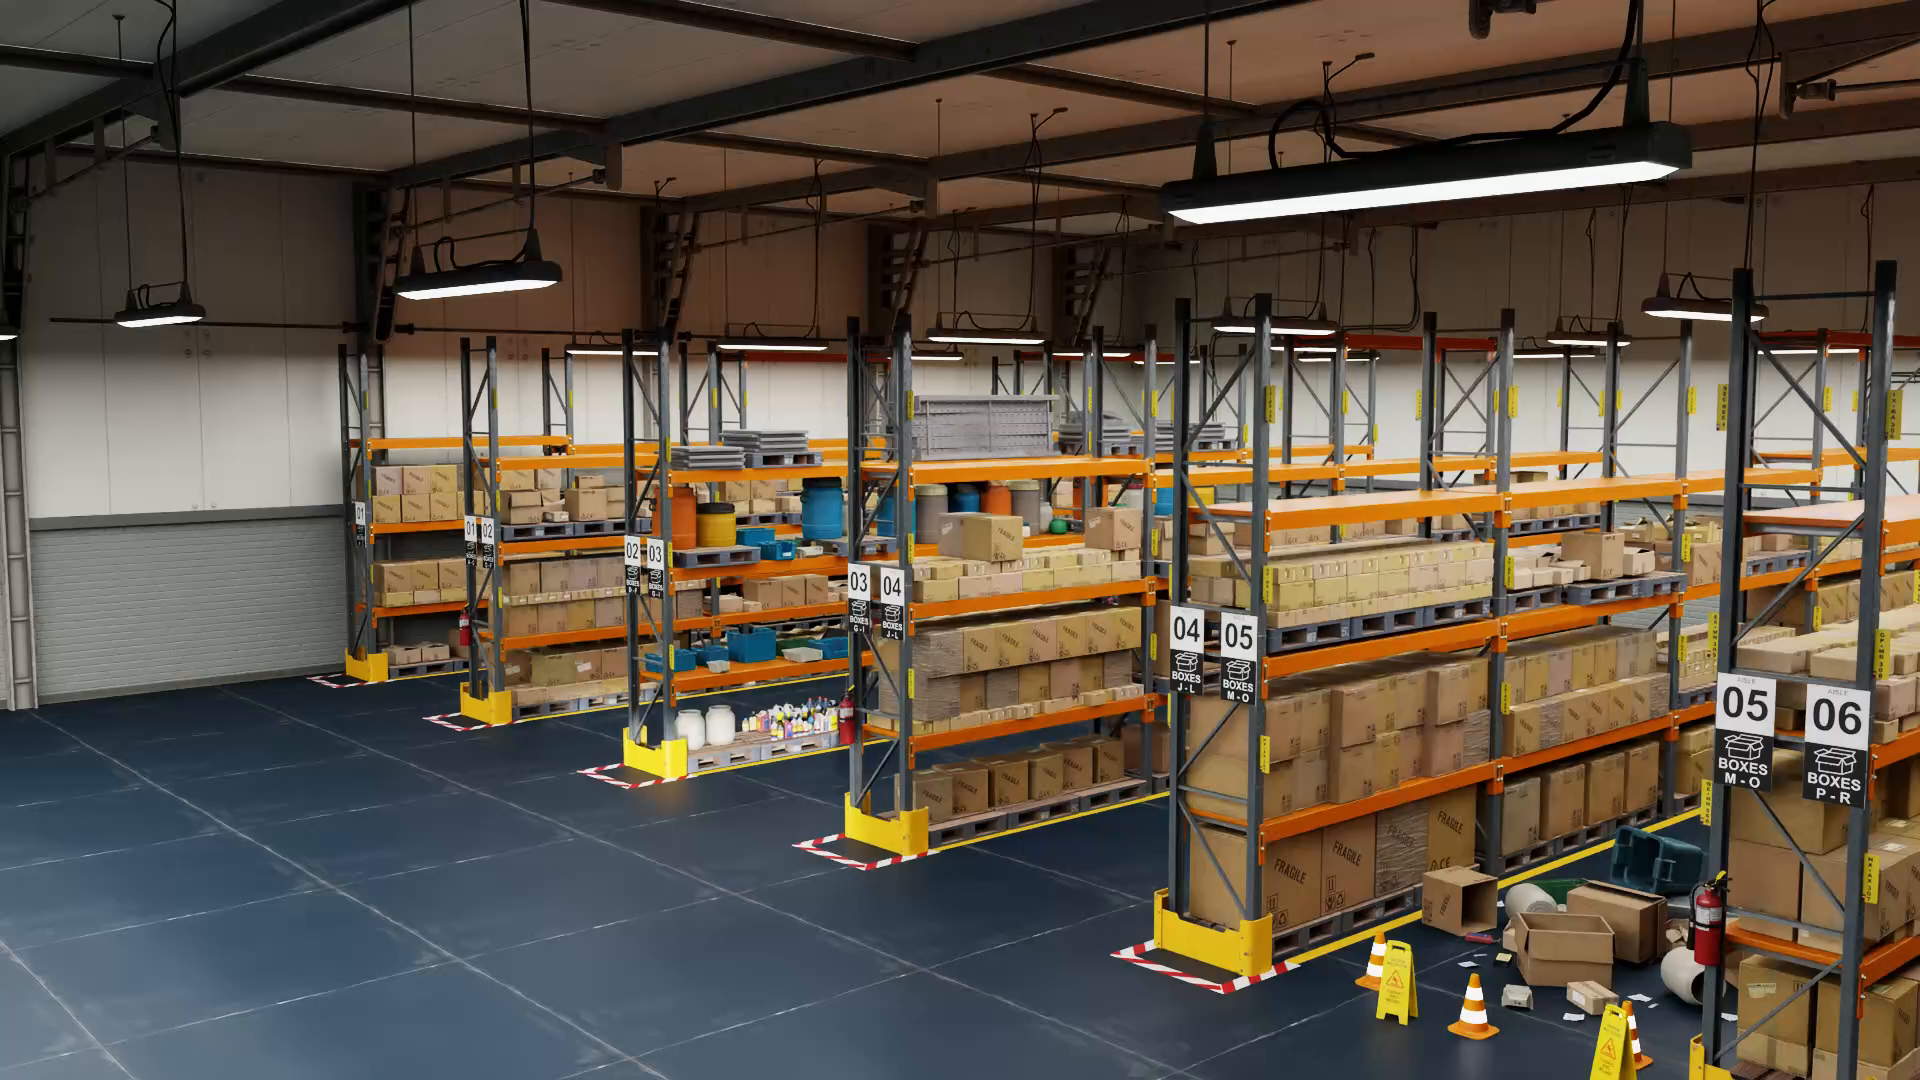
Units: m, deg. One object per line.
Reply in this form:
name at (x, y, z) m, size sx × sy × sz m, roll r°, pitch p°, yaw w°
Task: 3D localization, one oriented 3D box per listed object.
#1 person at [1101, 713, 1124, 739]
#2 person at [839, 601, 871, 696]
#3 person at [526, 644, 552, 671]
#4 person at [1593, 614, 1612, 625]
person at (2.250, 2.220, 23.732) m, size 0.663 × 1.679 × 0.609 m, roll 4°, pitch 6°, yaw 35°
person at (-1.790, 1.826, 28.535) m, size 0.540 × 1.585 × 0.881 m, roll 4°, pitch 7°, yaw 40°
person at (-7.520, 1.685, 29.668) m, size 0.731 × 1.736 × 0.924 m, roll 0°, pitch 5°, yaw -5°
person at (12.311, 1.414, 32.292) m, size 0.679 × 1.740 × 0.607 m, roll 1°, pitch 5°, yaw 11°
